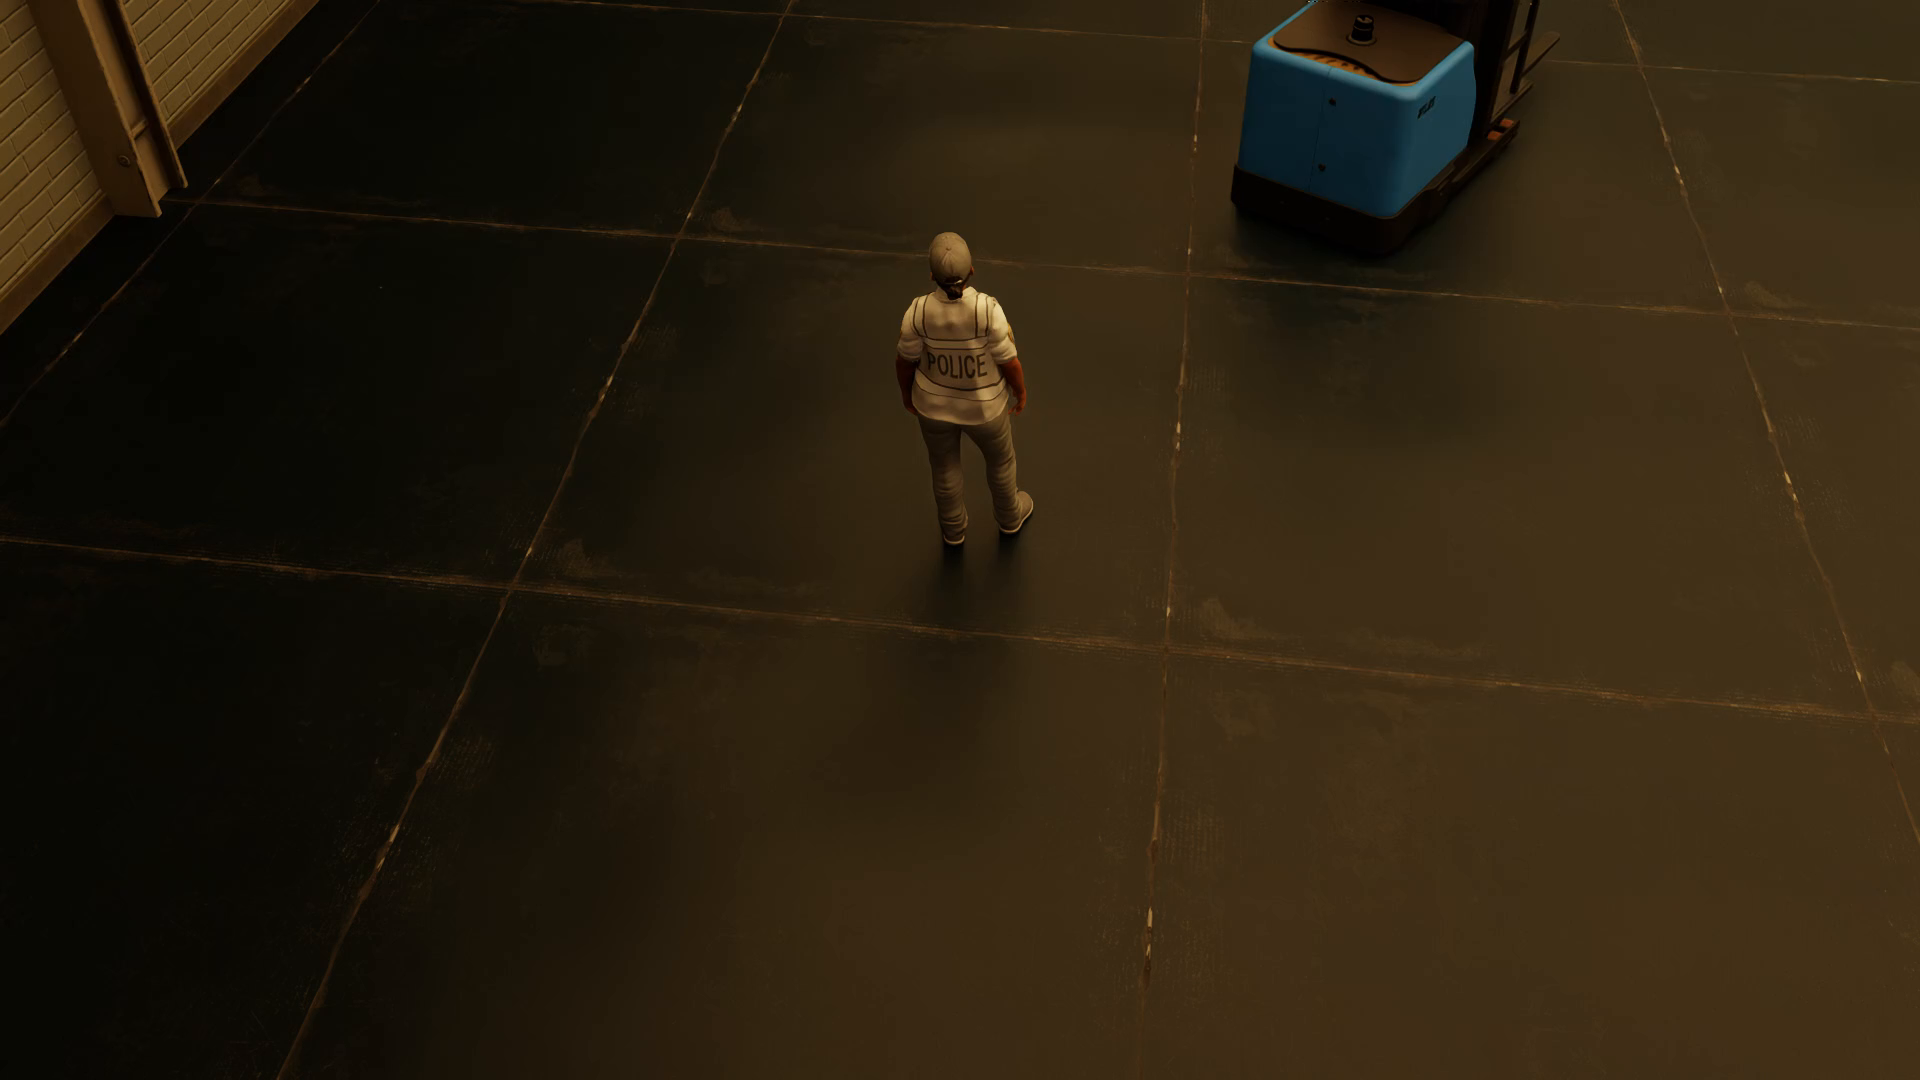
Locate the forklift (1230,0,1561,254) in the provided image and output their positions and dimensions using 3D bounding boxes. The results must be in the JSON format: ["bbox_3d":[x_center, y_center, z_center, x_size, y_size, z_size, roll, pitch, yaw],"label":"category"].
[{"bbox_3d":[2.914,-3.676,9.726,1.130,2.935,3.031,27,49,26],"label":"forklift"}]

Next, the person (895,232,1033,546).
[{"bbox_3d":[0.033,-0.668,7.376,0.598,1.670,0.529,5,43,6],"label":"person"}]
